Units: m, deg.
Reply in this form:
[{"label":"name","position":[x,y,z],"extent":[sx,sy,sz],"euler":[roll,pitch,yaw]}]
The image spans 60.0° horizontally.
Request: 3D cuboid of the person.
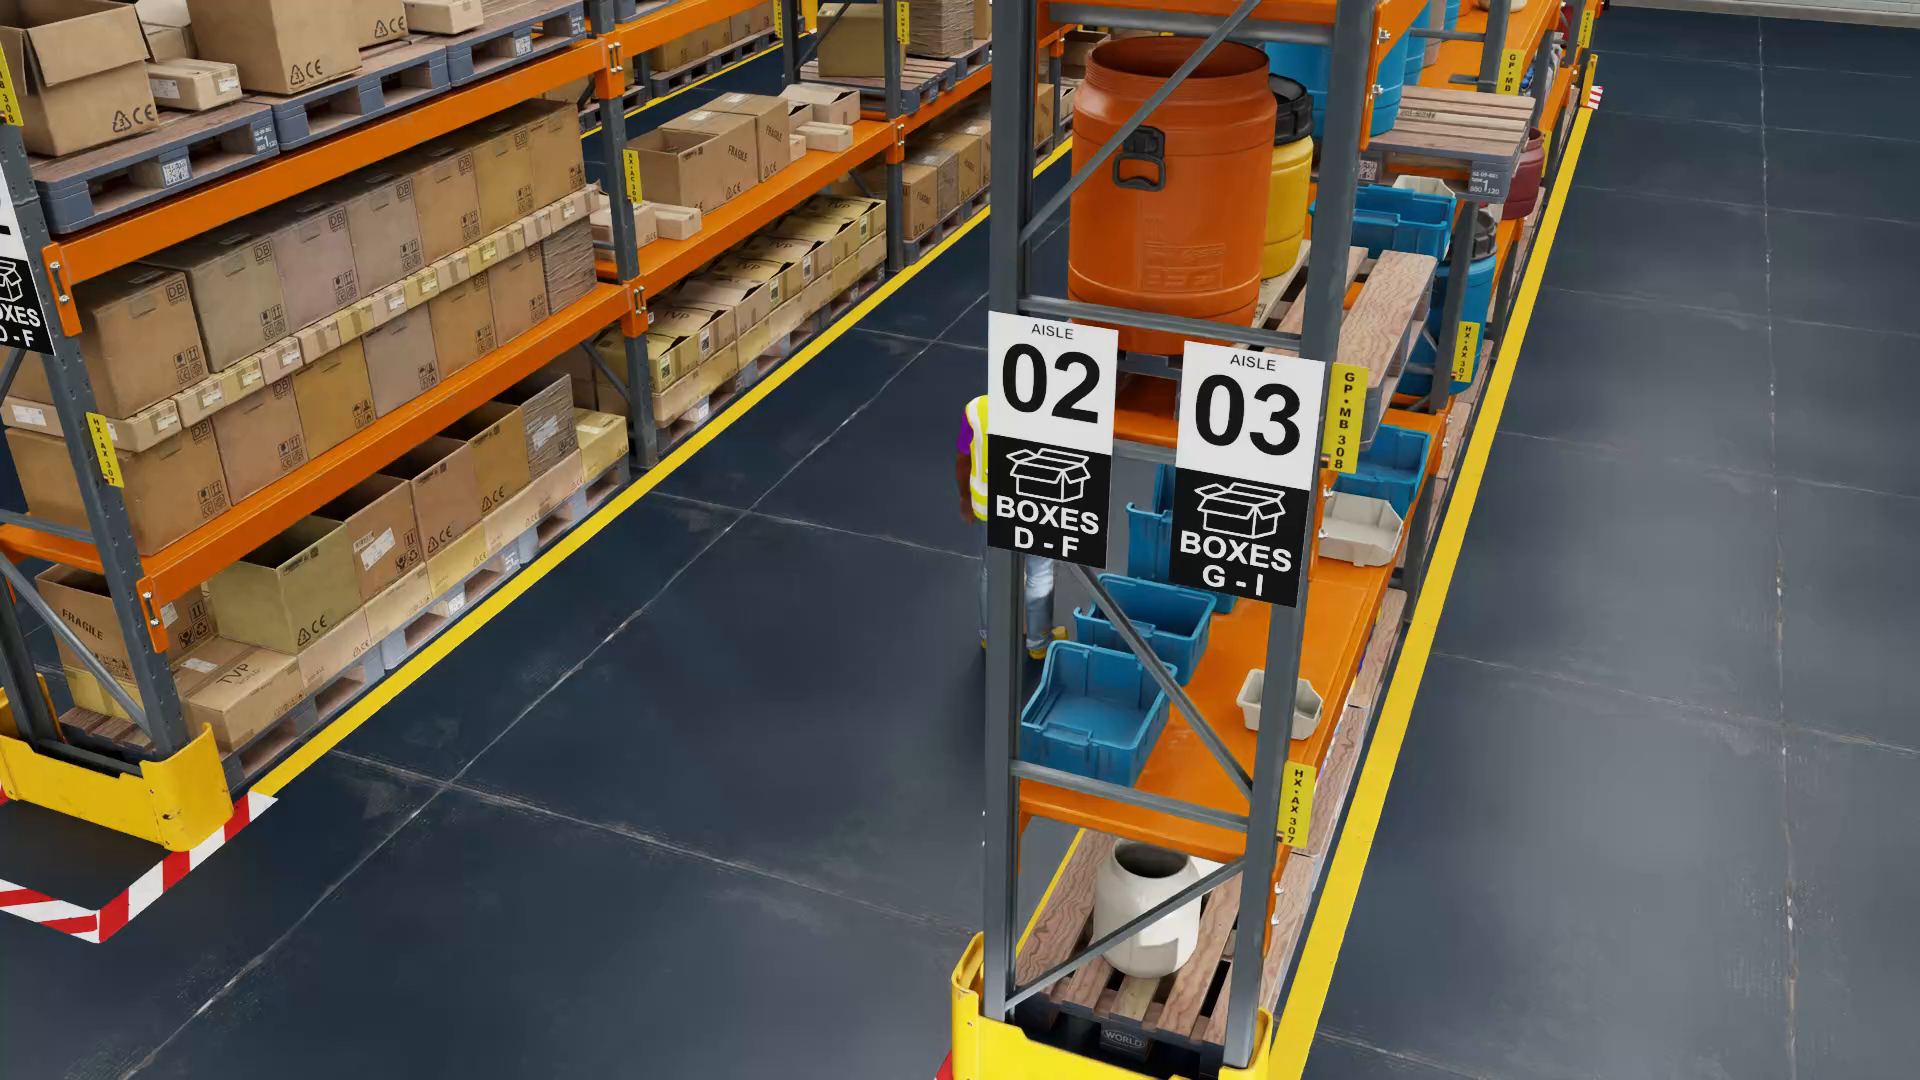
[{"label":"person","position":[0.291,-0.199,8.735],"extent":[0.626,1.759,0.463],"euler":[10,31,17]}]
